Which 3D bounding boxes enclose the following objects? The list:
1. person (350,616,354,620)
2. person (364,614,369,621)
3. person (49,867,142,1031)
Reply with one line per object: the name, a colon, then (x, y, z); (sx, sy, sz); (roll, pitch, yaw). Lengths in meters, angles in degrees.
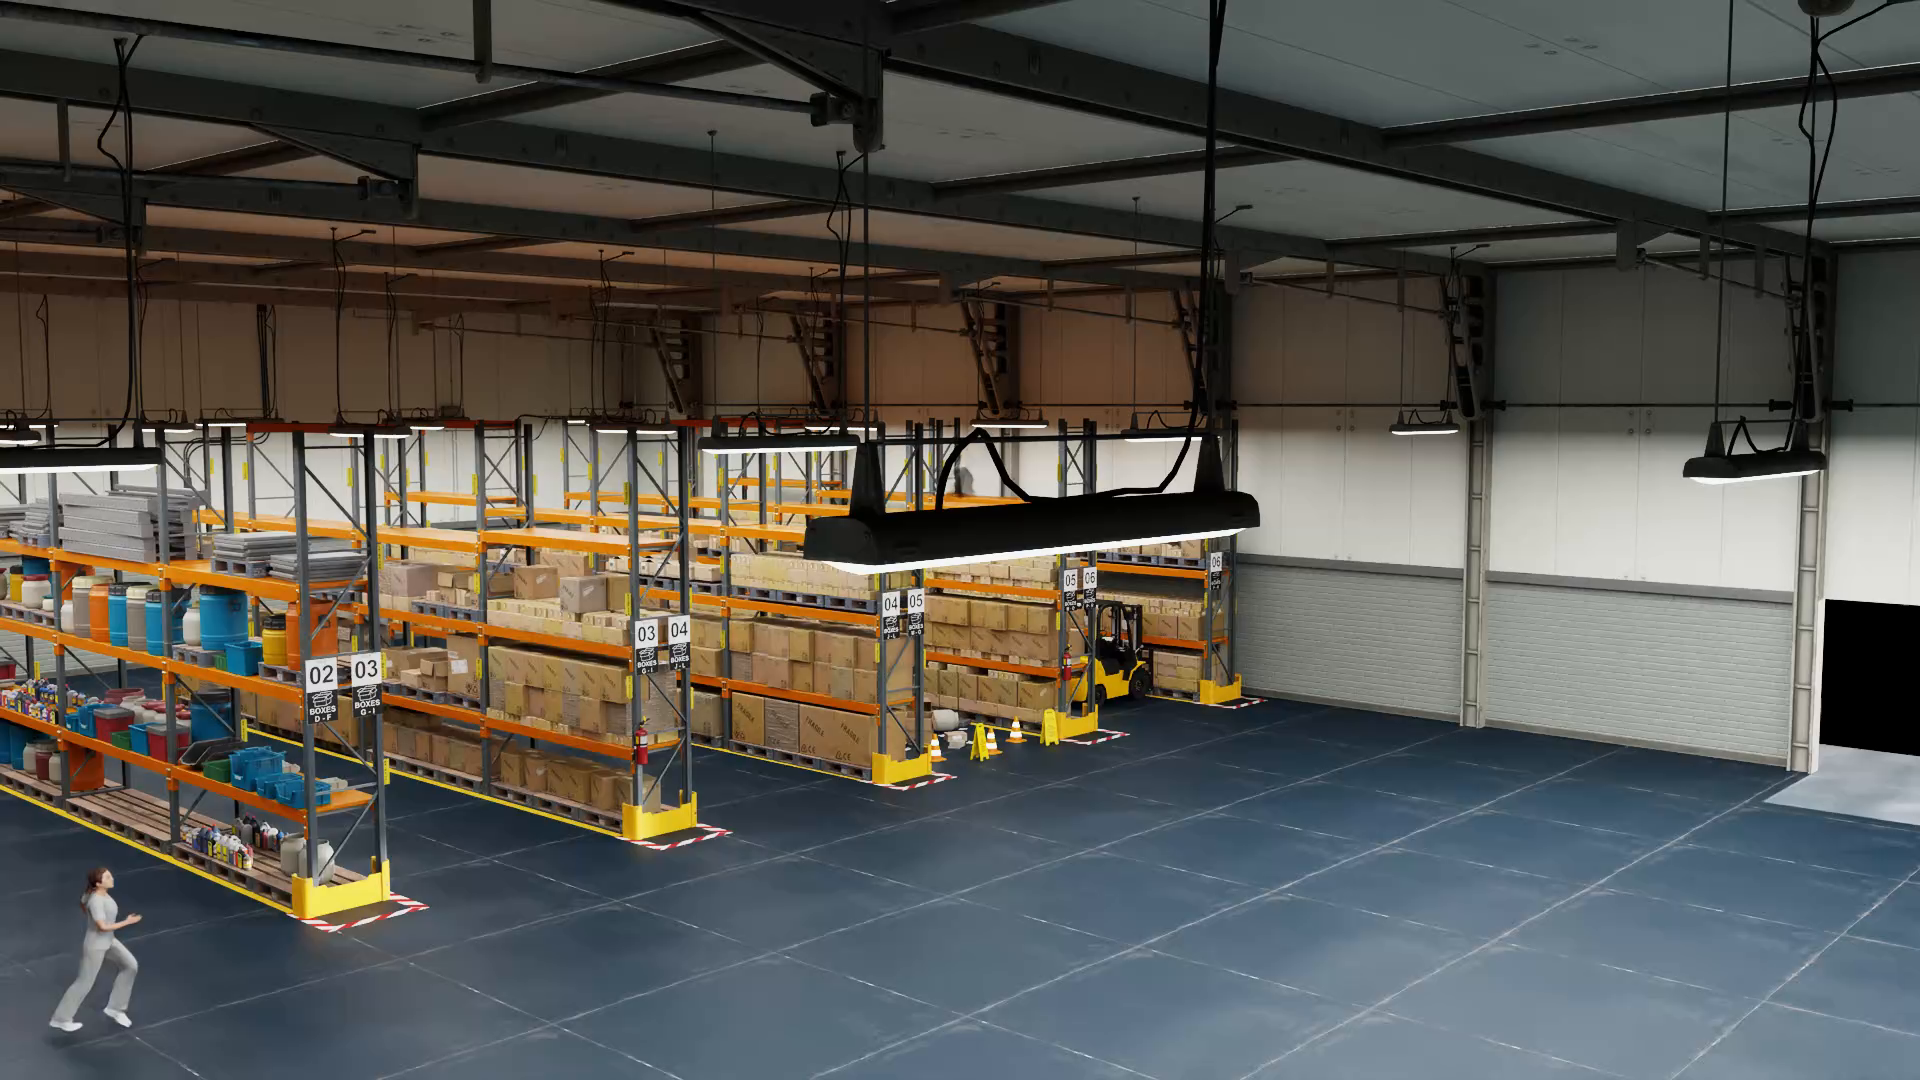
person: (-14.155, 2.345, 39.032); (0.701, 1.602, 0.770); (2, 5, 19)
person: (-13.166, 2.502, 36.742); (0.682, 1.763, 0.837); (-4, 6, -38)
person: (-8.718, 4.125, 16.792); (0.869, 1.690, 0.575); (-1, 5, -16)
